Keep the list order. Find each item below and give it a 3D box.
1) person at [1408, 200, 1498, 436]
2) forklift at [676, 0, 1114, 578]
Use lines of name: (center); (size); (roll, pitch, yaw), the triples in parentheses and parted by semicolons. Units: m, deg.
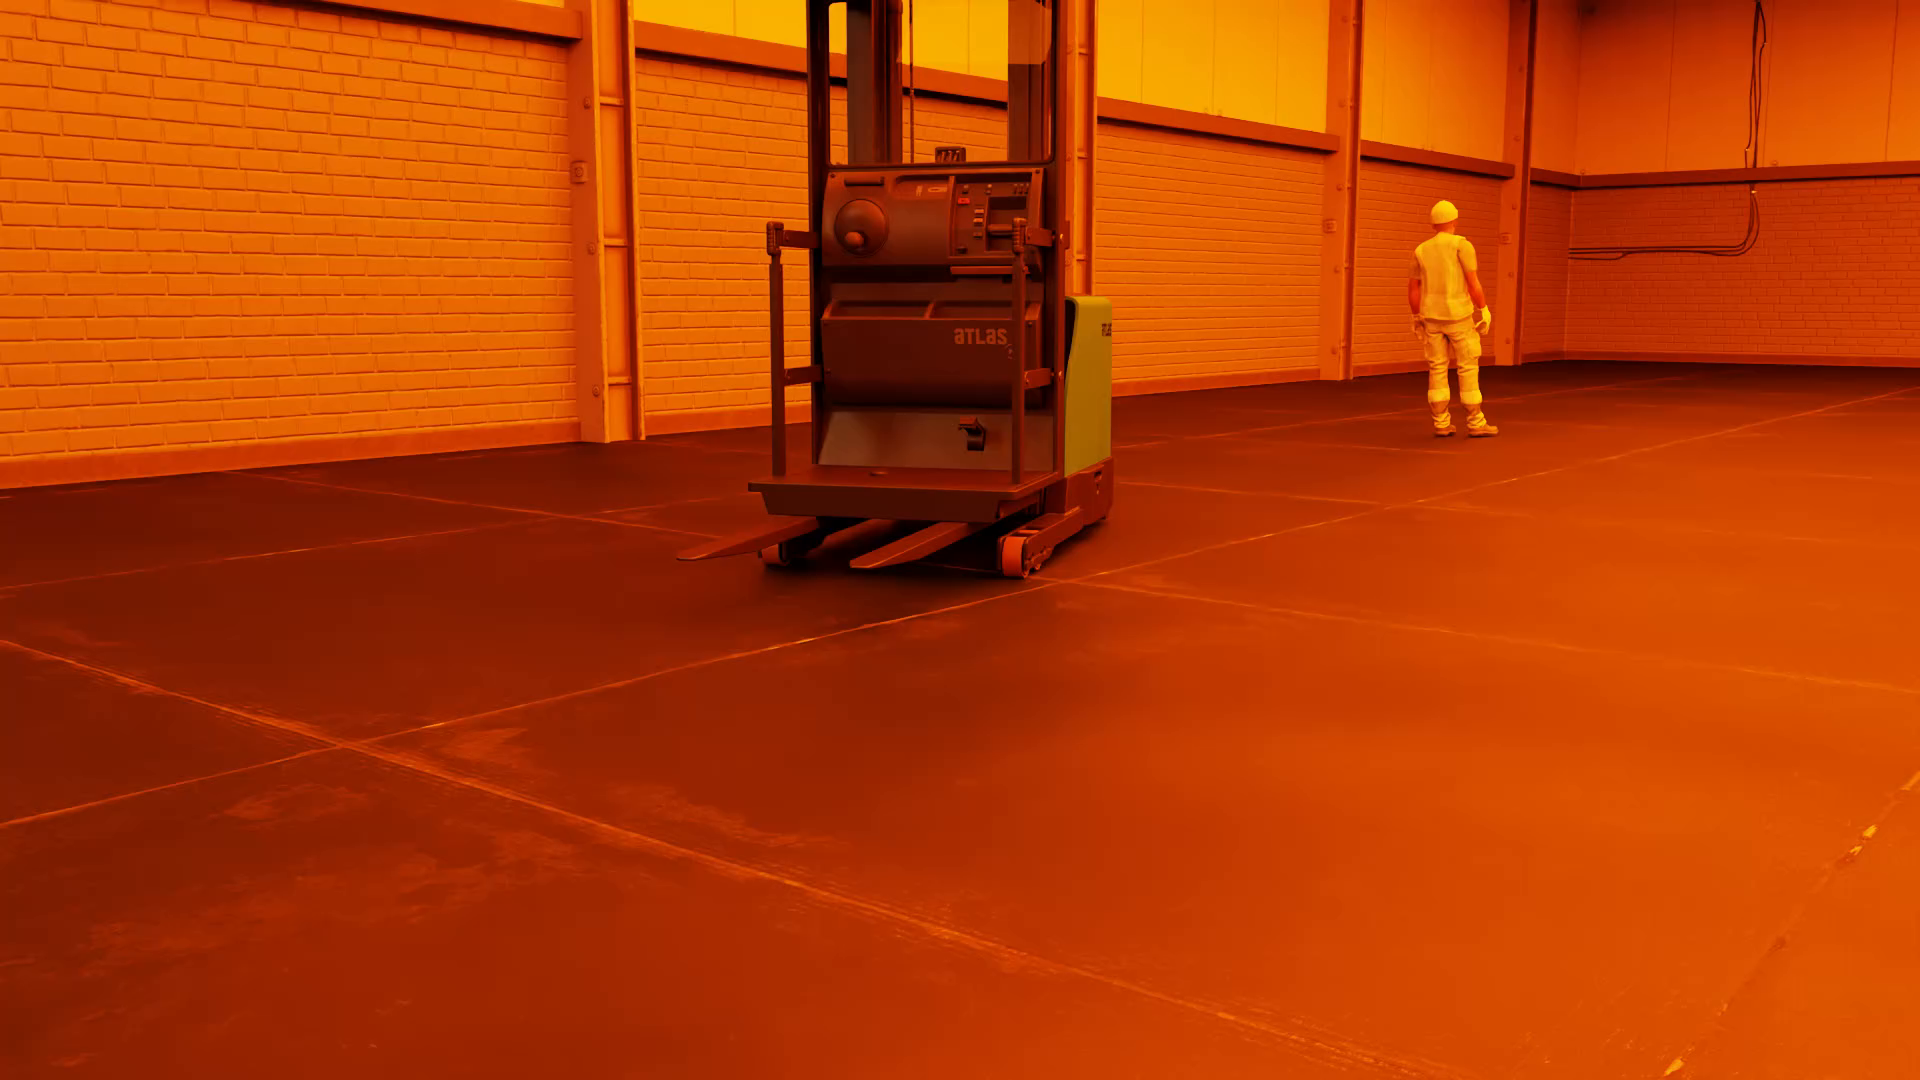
person: (3.804, -1.705, 12.823); (0.637, 1.787, 0.564); (8, 11, 43)
forklift: (-0.176, -1.366, 6.616); (1.130, 2.935, 3.031); (3, 9, 17)
